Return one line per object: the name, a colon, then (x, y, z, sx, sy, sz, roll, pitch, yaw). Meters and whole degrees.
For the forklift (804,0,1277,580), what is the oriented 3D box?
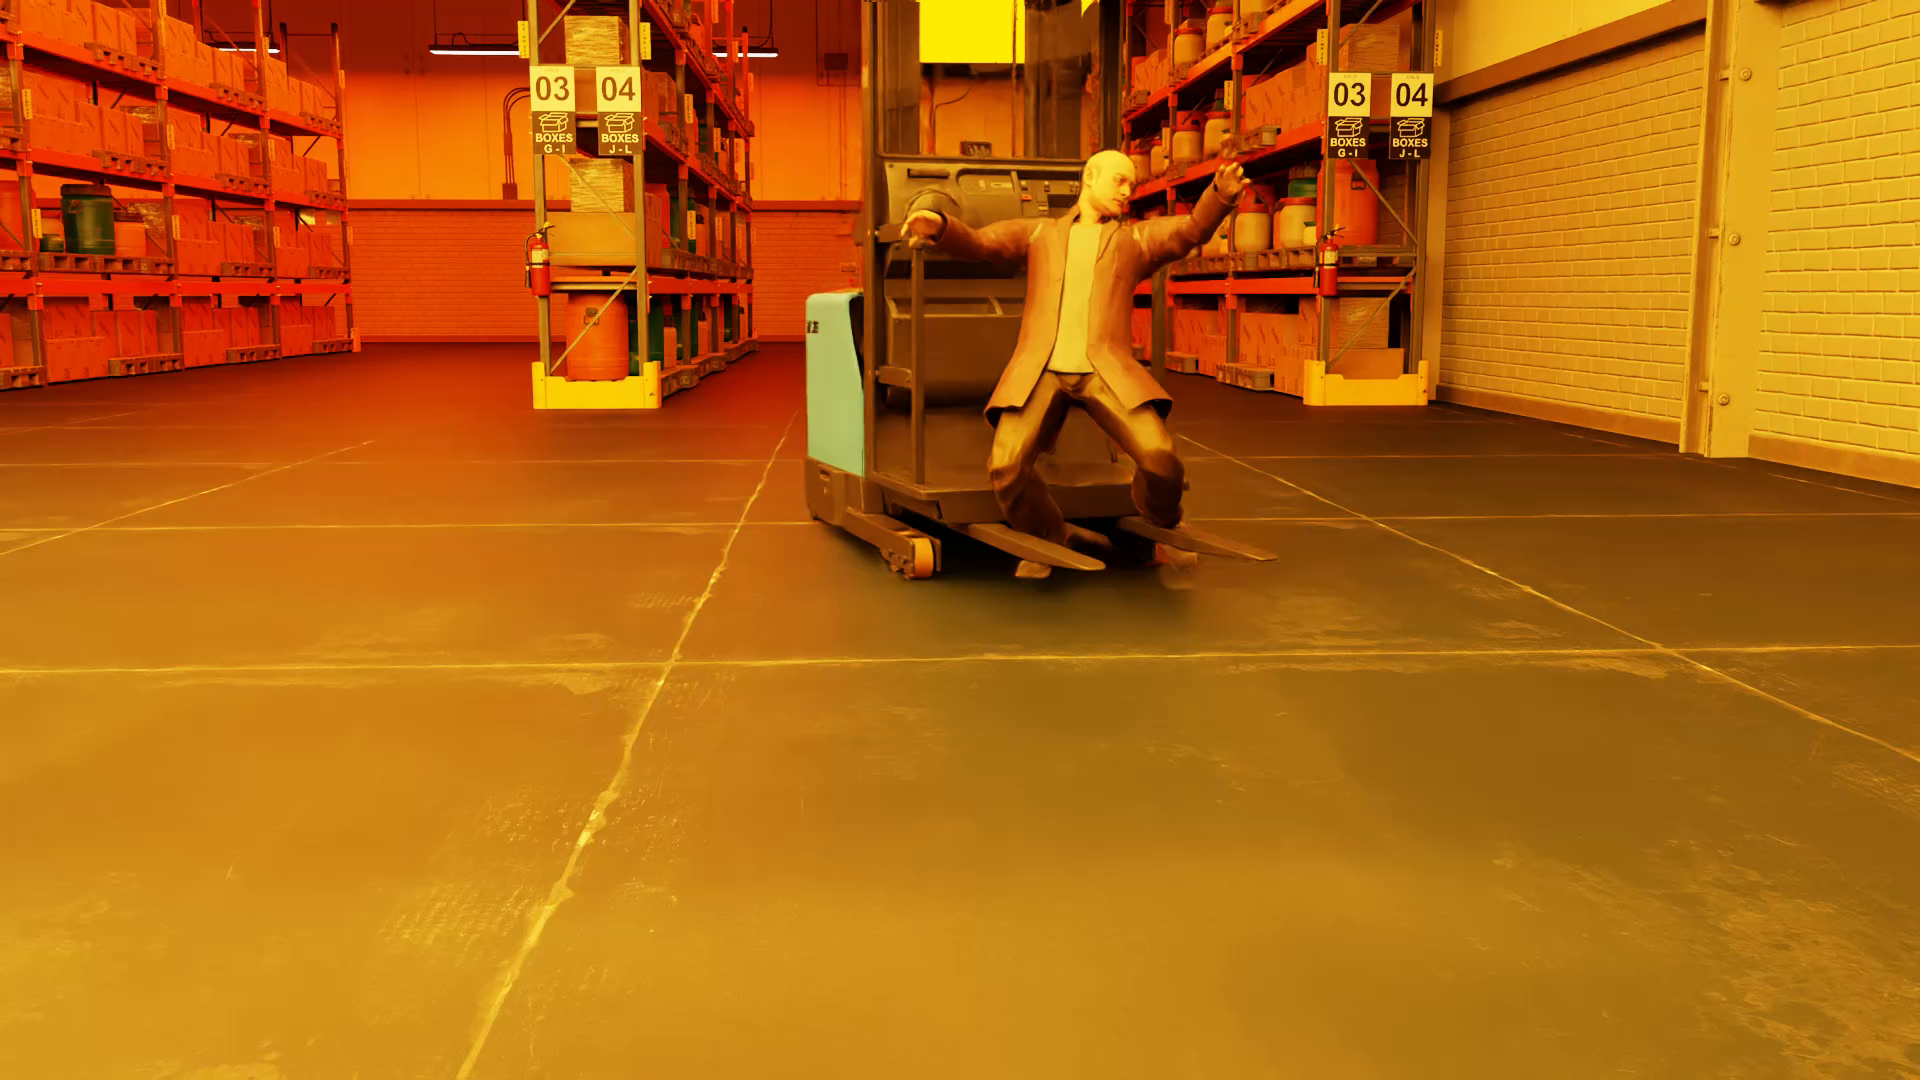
forklift: (0.222, -1.364, 6.515, 1.130, 2.935, 3.031, -3, 9, -19)

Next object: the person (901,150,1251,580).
person: (0.424, -0.616, 5.856, 1.147, 1.524, 0.739, 1, 9, 9)
